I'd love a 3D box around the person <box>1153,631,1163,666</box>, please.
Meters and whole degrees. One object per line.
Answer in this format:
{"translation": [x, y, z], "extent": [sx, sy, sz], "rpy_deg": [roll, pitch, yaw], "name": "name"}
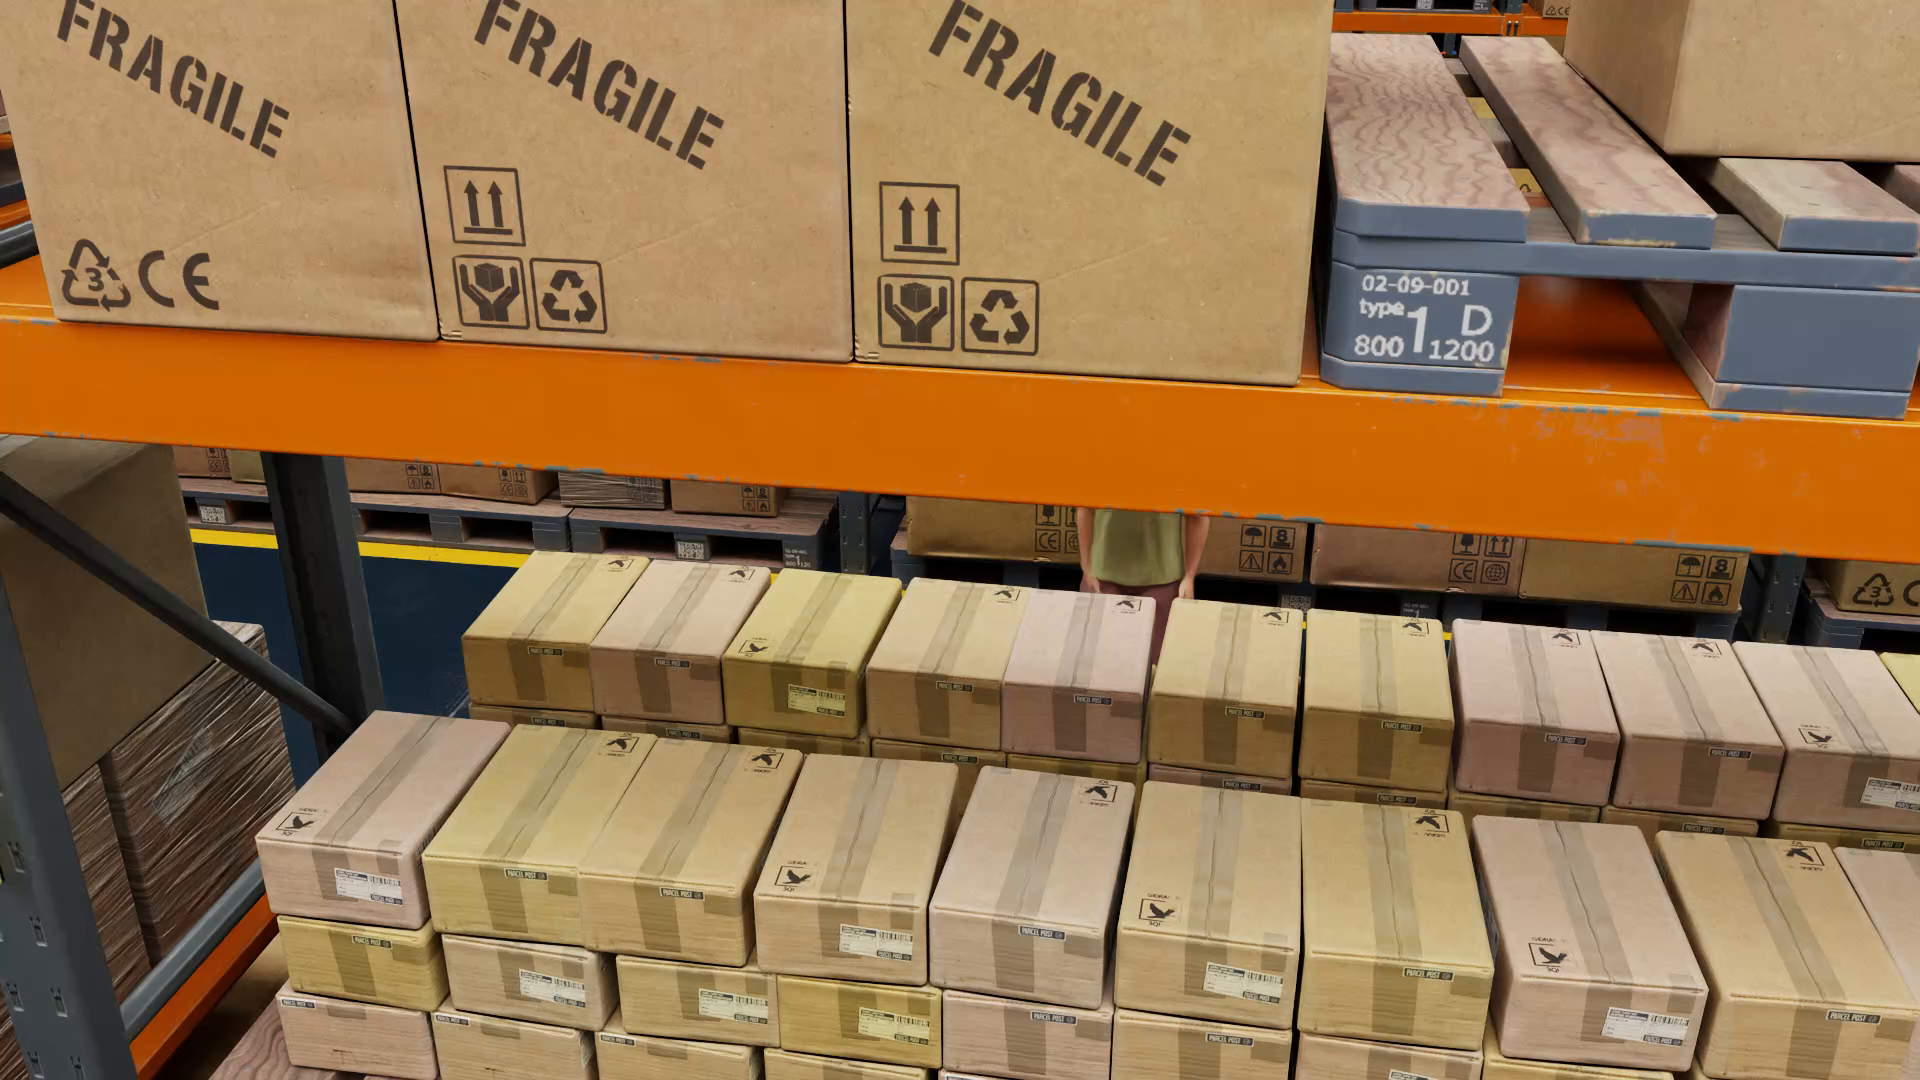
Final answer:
{"translation": [0.579, 0.654, 5.918], "extent": [0.460, 0.796, 0.837], "rpy_deg": [4, 25, 8], "name": "person"}
